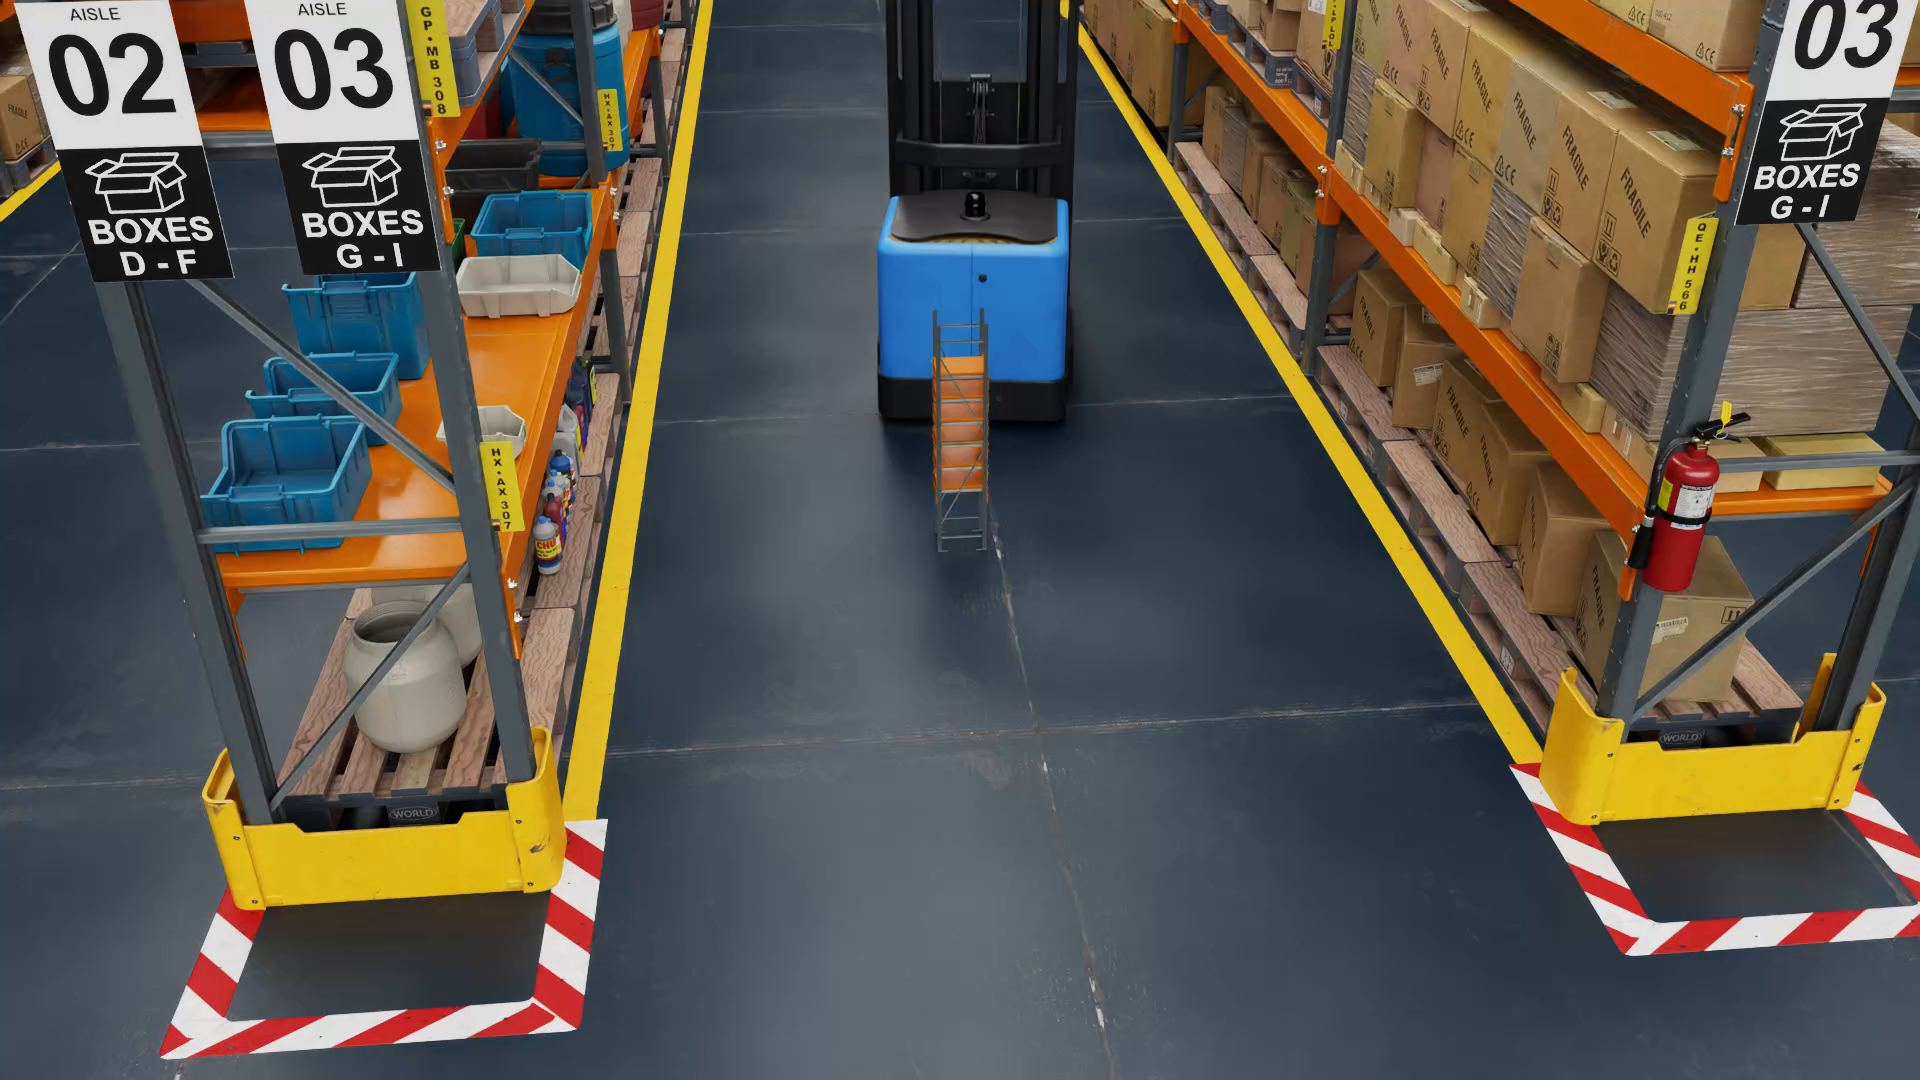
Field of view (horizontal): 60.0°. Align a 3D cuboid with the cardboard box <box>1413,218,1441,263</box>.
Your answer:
[{"bbox_3d":[2.403,-1.436,7.975,0.380,0.149,0.250,-3,31,-5],"label":"cardboard box"}]

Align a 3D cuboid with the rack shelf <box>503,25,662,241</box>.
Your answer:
[{"bbox_3d":[-2.577,-2.780,10.681,1.077,0.370,4.000,-3,31,-5],"label":"rack shelf"}]

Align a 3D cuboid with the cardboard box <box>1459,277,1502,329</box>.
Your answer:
[{"bbox_3d":[2.438,-1.052,7.331,0.380,0.149,0.250,-3,31,-5],"label":"cardboard box"}]

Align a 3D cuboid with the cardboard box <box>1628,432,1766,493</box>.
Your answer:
[{"bbox_3d":[2.682,-0.291,6.057,0.380,0.149,0.250,-3,31,-5],"label":"cardboard box"}]

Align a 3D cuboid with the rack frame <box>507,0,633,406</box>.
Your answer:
[{"bbox_3d":[-2.390,-2.068,8.787,1.000,3.000,0.127,-3,31,-5],"label":"rack frame"}]

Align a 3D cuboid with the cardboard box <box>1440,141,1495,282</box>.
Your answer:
[{"bbox_3d":[2.686,-1.479,7.413,0.875,0.500,0.500,-3,31,-5],"label":"cardboard box"}]

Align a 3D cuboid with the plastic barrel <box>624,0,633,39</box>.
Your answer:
[{"bbox_3d":[-2.455,-3.643,11.315,0.421,0.512,0.421,0,31,0],"label":"plastic barrel"}]

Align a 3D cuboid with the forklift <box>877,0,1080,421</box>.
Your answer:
[{"bbox_3d":[0.140,-2.640,9.812,1.130,2.935,3.031,2,31,3],"label":"forklift"}]

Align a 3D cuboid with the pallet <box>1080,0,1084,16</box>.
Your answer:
[{"bbox_3d":[1.800,-5.585,17.394,1.003,0.211,1.213,-3,31,-5],"label":"pallet"}]

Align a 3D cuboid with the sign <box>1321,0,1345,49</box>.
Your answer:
[{"bbox_3d":[1.989,-2.774,8.840,0.100,0.325,0.005,-3,31,-5],"label":"sign"}]

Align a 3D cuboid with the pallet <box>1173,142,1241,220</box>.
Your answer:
[{"bbox_3d":[2.239,-2.751,12.651,1.003,0.211,1.213,-3,31,-5],"label":"pallet"}]

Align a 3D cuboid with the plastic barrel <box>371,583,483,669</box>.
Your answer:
[{"bbox_3d":[-2.201,0.274,6.883,0.421,0.512,0.421,0,31,0],"label":"plastic barrel"}]

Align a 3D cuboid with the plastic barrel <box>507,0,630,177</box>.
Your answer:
[{"bbox_3d":[-2.125,-2.495,9.013,0.600,0.901,0.708,-3,31,-5],"label":"plastic barrel"}]

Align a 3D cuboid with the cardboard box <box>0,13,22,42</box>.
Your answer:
[{"bbox_3d":[-8.127,-4.330,13.851,0.500,0.250,0.500,-3,31,-6],"label":"cardboard box"}]

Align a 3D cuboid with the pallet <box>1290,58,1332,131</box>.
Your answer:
[{"bbox_3d":[2.614,-2.620,9.899,1.003,0.211,1.213,-3,31,-5],"label":"pallet"}]

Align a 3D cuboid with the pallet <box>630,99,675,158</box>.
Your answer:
[{"bbox_3d":[-2.879,-3.314,13.592,1.003,0.211,1.213,-3,31,-5],"label":"pallet"}]

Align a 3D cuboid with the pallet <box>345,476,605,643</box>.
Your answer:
[{"bbox_3d":[-2.252,0.098,7.880,1.003,0.211,1.213,-3,31,-5],"label":"pallet"}]

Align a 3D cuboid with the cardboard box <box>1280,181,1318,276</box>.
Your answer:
[{"bbox_3d":[2.479,-1.980,10.648,0.700,0.500,0.500,-3,31,-5],"label":"cardboard box"}]

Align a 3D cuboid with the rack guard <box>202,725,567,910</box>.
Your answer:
[{"bbox_3d":[-2.071,1.011,6.070,1.175,0.500,0.348,-3,31,-5],"label":"rack guard"}]

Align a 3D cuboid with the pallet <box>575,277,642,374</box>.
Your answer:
[{"bbox_3d":[-2.502,-1.270,10.170,1.003,0.211,1.213,-3,31,-5],"label":"pallet"}]

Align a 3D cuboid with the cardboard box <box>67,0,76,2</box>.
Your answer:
[{"bbox_3d":[-8.267,-4.774,15.326,0.500,0.500,0.500,-4,31,-7],"label":"cardboard box"}]

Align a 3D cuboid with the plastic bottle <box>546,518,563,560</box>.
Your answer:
[{"bbox_3d":[-1.886,-0.007,7.636,0.097,0.201,0.097,0,31,0],"label":"plastic bottle"}]

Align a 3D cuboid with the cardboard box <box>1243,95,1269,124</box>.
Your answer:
[{"bbox_3d":[2.319,-3.174,11.917,0.500,0.250,0.500,1,31,1],"label":"cardboard box"}]

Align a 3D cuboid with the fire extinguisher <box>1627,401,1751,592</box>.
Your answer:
[{"bbox_3d":[2.466,-0.149,5.651,0.296,0.674,0.183,-3,31,-5],"label":"fire extinguisher"}]

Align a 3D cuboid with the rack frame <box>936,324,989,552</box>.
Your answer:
[{"bbox_3d":[0.010,-0.461,7.852,0.240,1.200,0.006,-3,31,-5],"label":"rack frame"}]

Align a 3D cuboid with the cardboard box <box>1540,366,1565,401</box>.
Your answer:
[{"bbox_3d":[2.577,-0.672,6.695,0.380,0.149,0.250,-3,31,-5],"label":"cardboard box"}]

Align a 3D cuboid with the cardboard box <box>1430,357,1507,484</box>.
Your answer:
[{"bbox_3d":[2.736,-0.601,8.359,0.500,0.500,0.500,-5,31,-9],"label":"cardboard box"}]

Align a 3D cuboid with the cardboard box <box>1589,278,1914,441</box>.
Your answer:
[{"bbox_3d":[2.890,-0.716,6.136,0.875,0.500,0.500,-3,31,-5],"label":"cardboard box"}]

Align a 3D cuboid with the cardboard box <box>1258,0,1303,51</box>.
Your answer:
[{"bbox_3d":[2.287,-3.411,10.525,0.797,0.503,0.637,0,31,0],"label":"cardboard box"}]

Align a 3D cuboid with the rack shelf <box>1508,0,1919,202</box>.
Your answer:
[{"bbox_3d":[2.728,-2.263,6.890,1.077,0.370,4.000,-3,31,-5],"label":"rack shelf"}]

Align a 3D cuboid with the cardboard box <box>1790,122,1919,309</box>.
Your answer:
[{"bbox_3d":[3.134,-1.157,5.899,0.500,0.500,0.500,-3,31,-5],"label":"cardboard box"}]

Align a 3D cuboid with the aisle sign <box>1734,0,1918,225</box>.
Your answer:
[{"bbox_3d":[2.622,-1.333,5.022,0.394,0.787,0.004,-3,31,-5],"label":"aisle sign"}]

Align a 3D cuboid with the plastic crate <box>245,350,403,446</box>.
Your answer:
[{"bbox_3d":[-2.416,-0.535,6.366,0.499,0.251,0.408,-3,31,-5],"label":"plastic crate"}]

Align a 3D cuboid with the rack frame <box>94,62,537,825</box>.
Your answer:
[{"bbox_3d":[-2.017,-0.026,5.368,1.000,3.000,0.127,-3,31,-5],"label":"rack frame"}]

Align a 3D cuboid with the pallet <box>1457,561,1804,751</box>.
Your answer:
[{"bbox_3d":[2.867,0.479,7.243,1.003,0.211,1.213,-3,31,-5],"label":"pallet"}]

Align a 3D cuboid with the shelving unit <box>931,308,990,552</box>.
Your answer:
[{"bbox_3d":[0.001,-0.508,7.930,0.258,1.200,0.189,-3,31,-5],"label":"shelving unit"}]

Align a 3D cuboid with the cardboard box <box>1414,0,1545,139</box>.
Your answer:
[{"bbox_3d":[2.424,-2.153,7.567,0.500,0.500,0.500,-3,31,-5],"label":"cardboard box"}]

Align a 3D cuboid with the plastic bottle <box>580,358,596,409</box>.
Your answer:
[{"bbox_3d":[-2.017,-0.861,8.986,0.061,0.283,0.133,-1,31,-2],"label":"plastic bottle"}]

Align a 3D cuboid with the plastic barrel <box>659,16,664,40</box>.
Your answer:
[{"bbox_3d":[-3.104,-5.153,15.589,0.600,0.901,0.708,-3,31,-5],"label":"plastic barrel"}]

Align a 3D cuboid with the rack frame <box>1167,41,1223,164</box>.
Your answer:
[{"bbox_3d":[2.167,-4.348,12.604,1.000,3.000,0.127,-3,31,-5],"label":"rack frame"}]

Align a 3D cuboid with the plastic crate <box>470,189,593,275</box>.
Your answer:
[{"bbox_3d":[-2.017,-1.452,7.901,0.499,0.251,0.616,-3,31,-5],"label":"plastic crate"}]

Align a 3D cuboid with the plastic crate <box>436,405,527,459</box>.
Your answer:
[{"bbox_3d":[-1.780,-0.385,6.227,0.298,0.136,0.250,-3,31,-5],"label":"plastic crate"}]

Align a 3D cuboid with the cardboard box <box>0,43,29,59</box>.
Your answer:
[{"bbox_3d":[-7.551,-3.760,13.629,0.500,0.500,0.500,-3,31,-5],"label":"cardboard box"}]

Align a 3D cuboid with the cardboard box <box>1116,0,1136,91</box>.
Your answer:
[{"bbox_3d":[2.048,-4.425,14.395,1.225,0.875,0.875,-3,31,-4],"label":"cardboard box"}]

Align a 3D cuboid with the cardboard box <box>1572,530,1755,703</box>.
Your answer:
[{"bbox_3d":[2.873,0.310,6.834,0.500,0.500,0.500,3,31,5],"label":"cardboard box"}]

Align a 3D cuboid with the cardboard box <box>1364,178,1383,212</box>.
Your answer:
[{"bbox_3d":[2.323,-1.819,8.615,0.380,0.149,0.250,-3,31,-5],"label":"cardboard box"}]

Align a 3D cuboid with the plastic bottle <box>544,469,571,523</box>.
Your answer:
[{"bbox_3d":[-1.917,-0.210,7.908,0.097,0.271,0.097,0,31,0],"label":"plastic bottle"}]

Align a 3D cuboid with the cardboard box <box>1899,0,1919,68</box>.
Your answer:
[{"bbox_3d":[3.127,-1.745,5.467,0.500,0.250,0.500,-2,31,-3],"label":"cardboard box"}]

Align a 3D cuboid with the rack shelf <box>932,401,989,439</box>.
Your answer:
[{"bbox_3d":[0.001,-0.573,7.891,0.258,0.103,0.180,-3,31,-5],"label":"rack shelf"}]

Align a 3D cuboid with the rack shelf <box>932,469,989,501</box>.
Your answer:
[{"bbox_3d":[0.001,-0.264,8.076,0.258,0.103,0.180,-3,31,-5],"label":"rack shelf"}]

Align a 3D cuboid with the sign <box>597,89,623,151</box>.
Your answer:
[{"bbox_3d":[-1.842,-2.208,8.751,0.100,0.325,0.005,-3,31,-5],"label":"sign"}]

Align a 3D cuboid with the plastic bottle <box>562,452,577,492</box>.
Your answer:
[{"bbox_3d":[-1.946,-0.336,8.187,0.097,0.201,0.097,0,31,0],"label":"plastic bottle"}]

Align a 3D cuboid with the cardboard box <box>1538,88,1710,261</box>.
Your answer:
[{"bbox_3d":[2.565,-1.387,6.284,0.500,0.500,0.500,-3,31,-5],"label":"cardboard box"}]

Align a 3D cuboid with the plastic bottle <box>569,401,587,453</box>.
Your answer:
[{"bbox_3d":[-1.969,-0.597,8.544,0.061,0.283,0.133,-1,31,-1],"label":"plastic bottle"}]

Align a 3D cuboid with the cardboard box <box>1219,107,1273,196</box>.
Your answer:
[{"bbox_3d":[2.314,-2.840,12.088,0.700,0.500,0.500,-5,31,-9],"label":"cardboard box"}]

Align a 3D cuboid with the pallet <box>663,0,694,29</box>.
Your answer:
[{"bbox_3d":[-3.245,-5.329,16.966,1.003,0.211,1.213,-3,31,-5],"label":"pallet"}]

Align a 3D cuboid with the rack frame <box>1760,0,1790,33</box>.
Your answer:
[{"bbox_3d":[2.915,-2.839,4.227,1.000,3.000,0.127,-3,31,-5],"label":"rack frame"}]

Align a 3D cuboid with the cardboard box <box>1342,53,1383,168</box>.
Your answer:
[{"bbox_3d":[2.521,-2.243,8.693,0.875,0.500,0.500,-3,31,-5],"label":"cardboard box"}]

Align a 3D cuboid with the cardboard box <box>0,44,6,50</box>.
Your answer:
[{"bbox_3d":[-8.065,-3.721,13.563,0.500,0.500,0.500,-4,31,-6],"label":"cardboard box"}]
